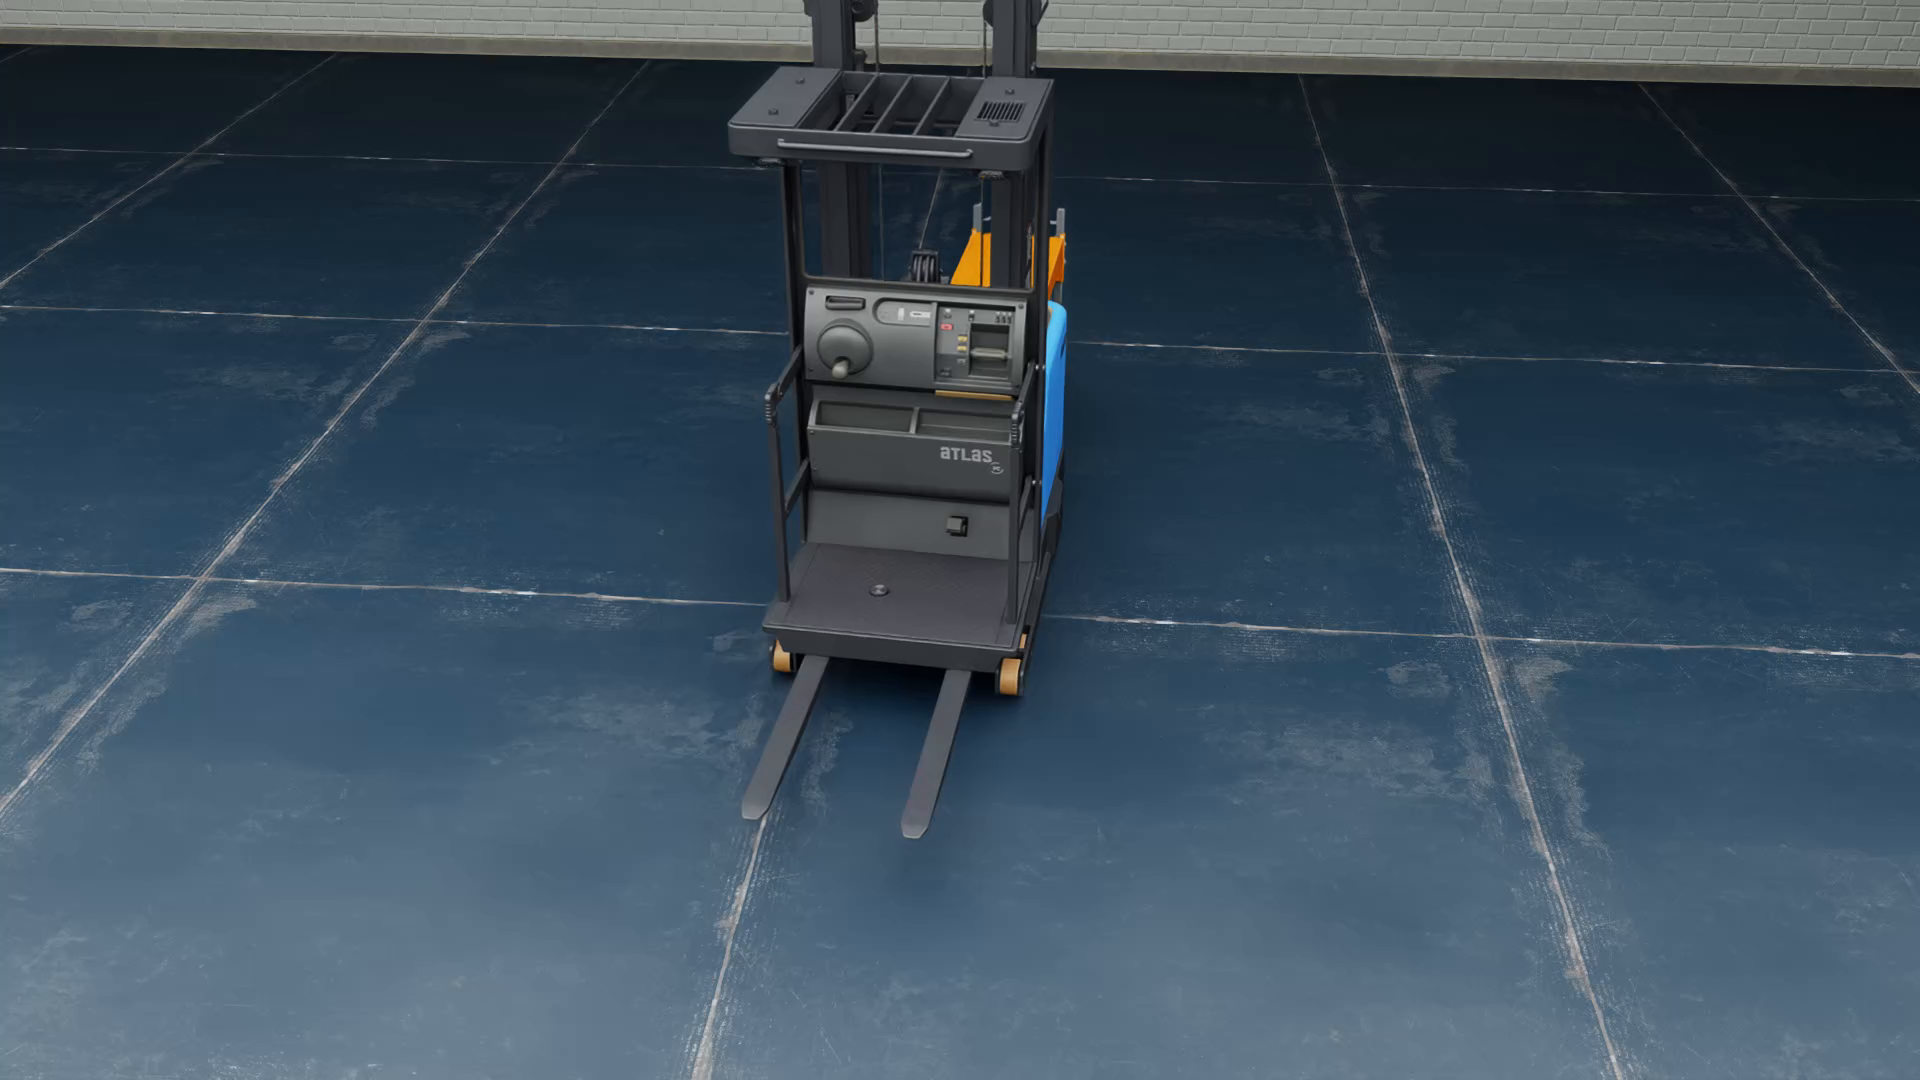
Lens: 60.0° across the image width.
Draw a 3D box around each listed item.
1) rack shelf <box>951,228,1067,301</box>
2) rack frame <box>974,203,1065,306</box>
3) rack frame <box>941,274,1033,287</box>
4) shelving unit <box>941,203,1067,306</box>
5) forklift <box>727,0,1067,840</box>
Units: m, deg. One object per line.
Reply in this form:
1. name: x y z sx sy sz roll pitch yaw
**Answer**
1. rack shelf: 0.238 -1.321 8.763 0.538 0.278 1.000 5 32 8
2. rack frame: 0.323 -1.334 9.343 0.500 1.125 0.032 5 32 8
3. rack frame: 0.152 -0.808 8.490 0.500 1.125 0.032 5 32 8
4. shelving unit: 0.238 -1.071 8.916 0.538 1.125 1.048 5 32 8
5. forklift: -0.222 -0.782 6.725 1.130 2.935 3.031 5 32 8
